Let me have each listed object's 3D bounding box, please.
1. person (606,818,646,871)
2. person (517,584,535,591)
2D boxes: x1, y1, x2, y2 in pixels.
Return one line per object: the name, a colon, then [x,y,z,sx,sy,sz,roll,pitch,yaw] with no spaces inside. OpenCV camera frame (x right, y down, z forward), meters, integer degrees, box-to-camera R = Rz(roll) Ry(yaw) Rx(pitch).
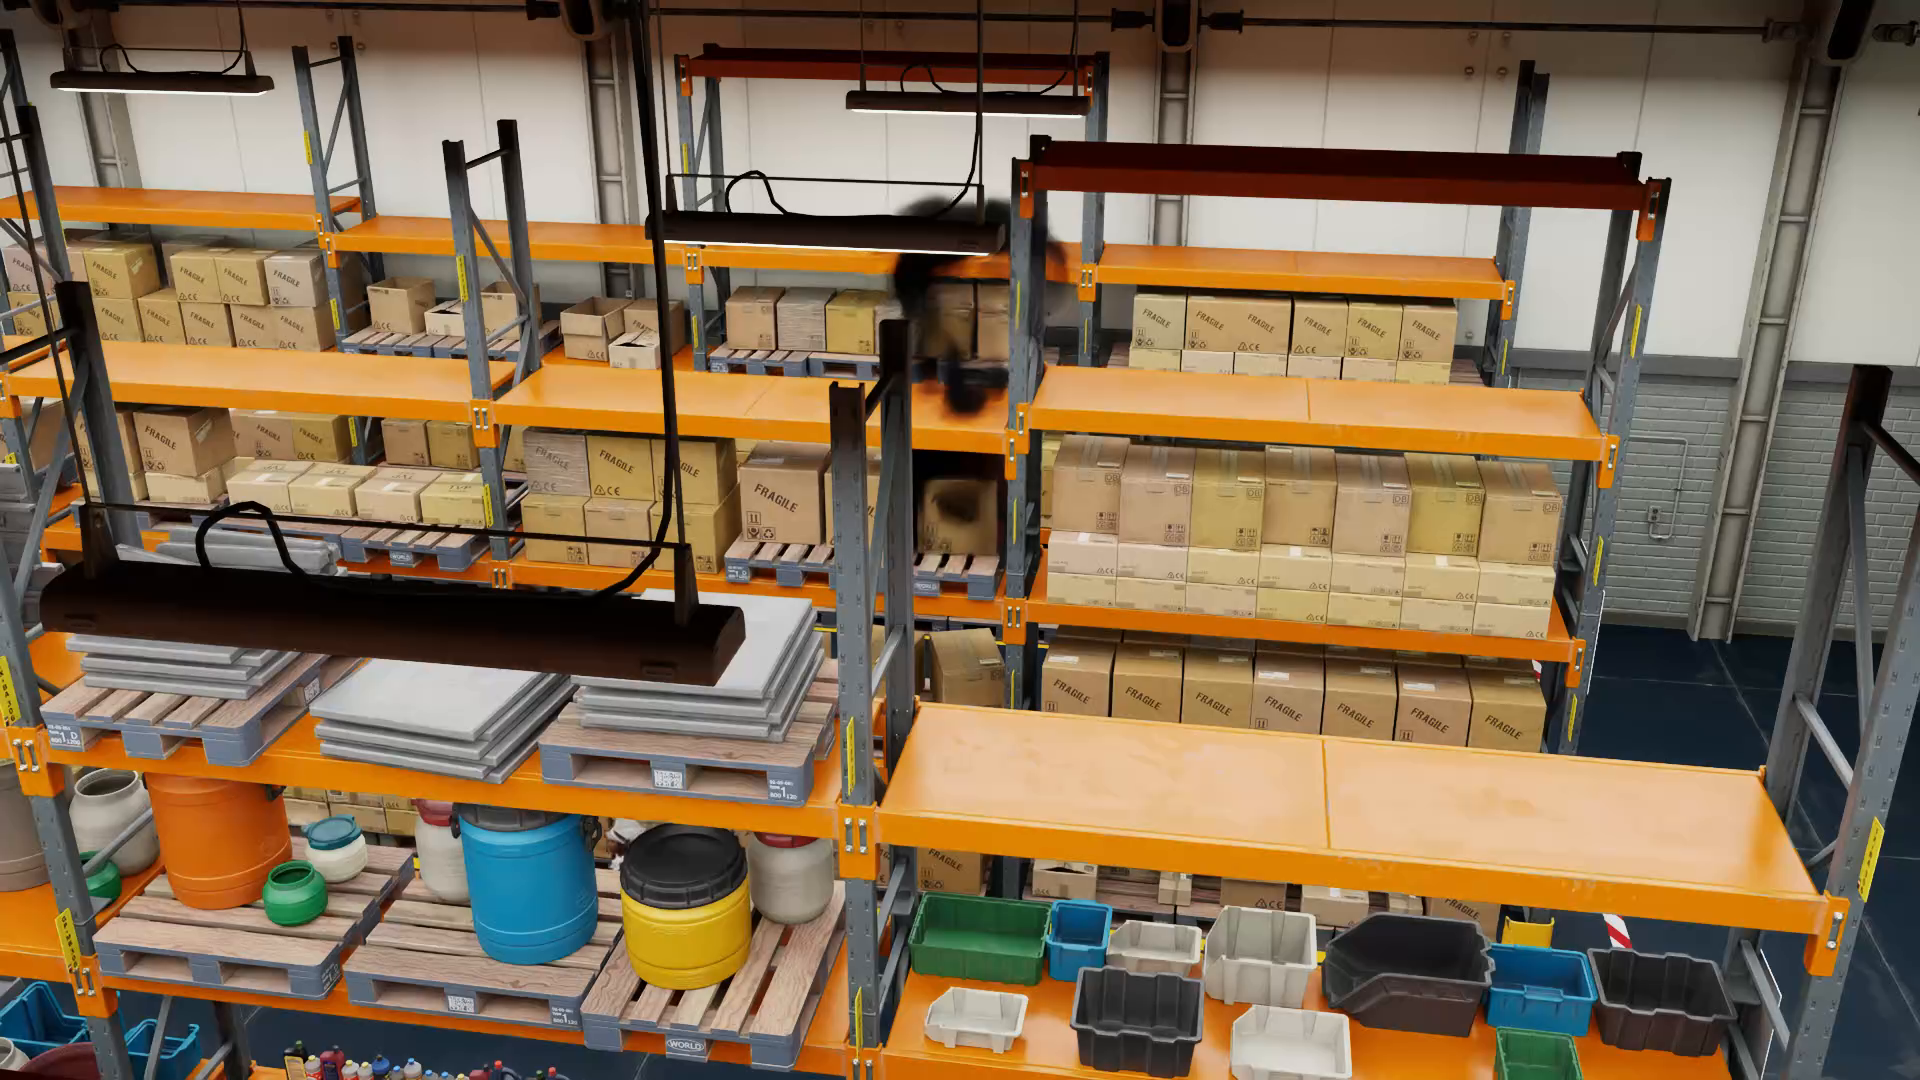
person: [-2.301,2.707,11.877,0.588,1.650,0.563,0,23,0]
person: [-3.943,1.140,15.466,0.948,1.676,0.552,1,23,2]
